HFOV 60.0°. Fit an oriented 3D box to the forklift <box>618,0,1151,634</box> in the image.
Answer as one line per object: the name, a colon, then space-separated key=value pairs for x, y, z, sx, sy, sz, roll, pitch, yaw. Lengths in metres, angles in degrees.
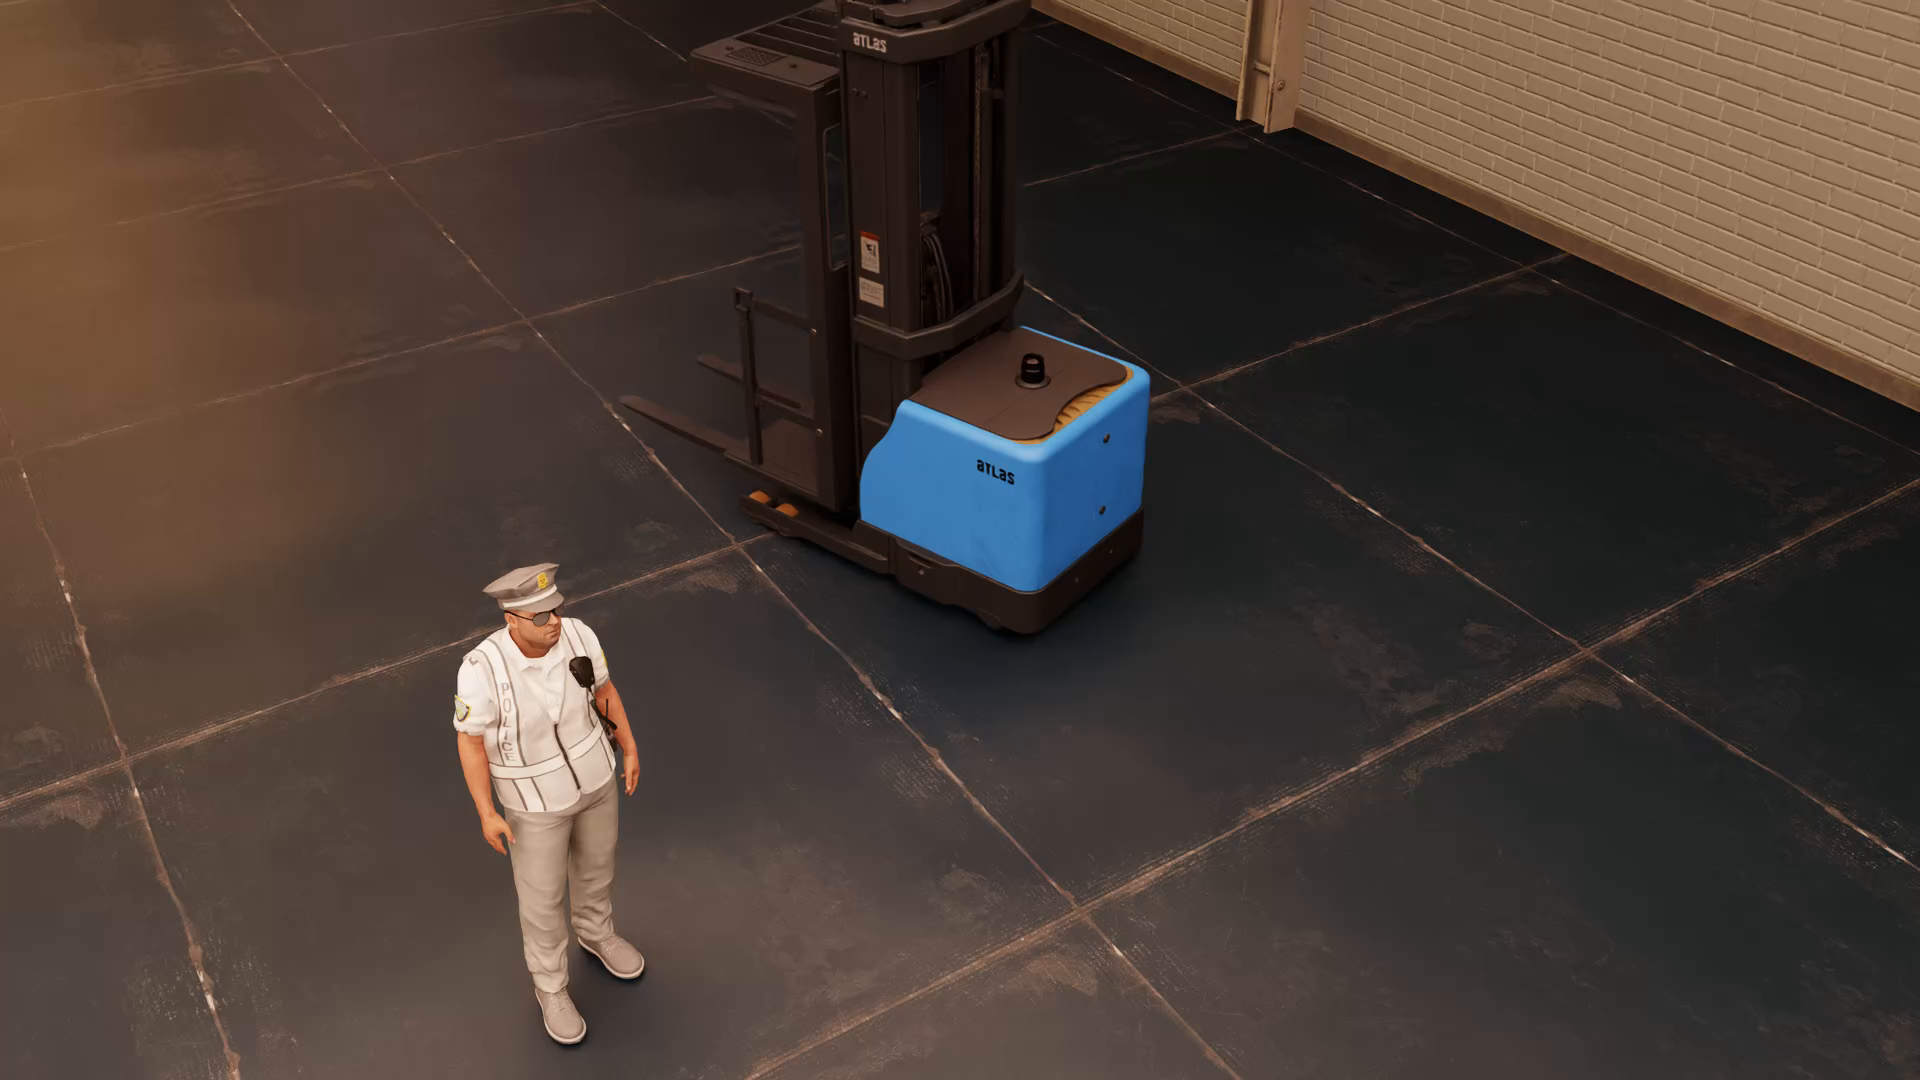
forklift: x=-0.543 y=-1.438 z=8.194 sx=3.031 sy=2.935 sz=1.130 roll=24 pitch=42 yaw=30

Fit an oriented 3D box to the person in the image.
person: x=-1.388 y=0.890 z=5.869 sx=0.641 sy=1.780 sz=0.575 roll=-27 pitch=43 yaw=-33
